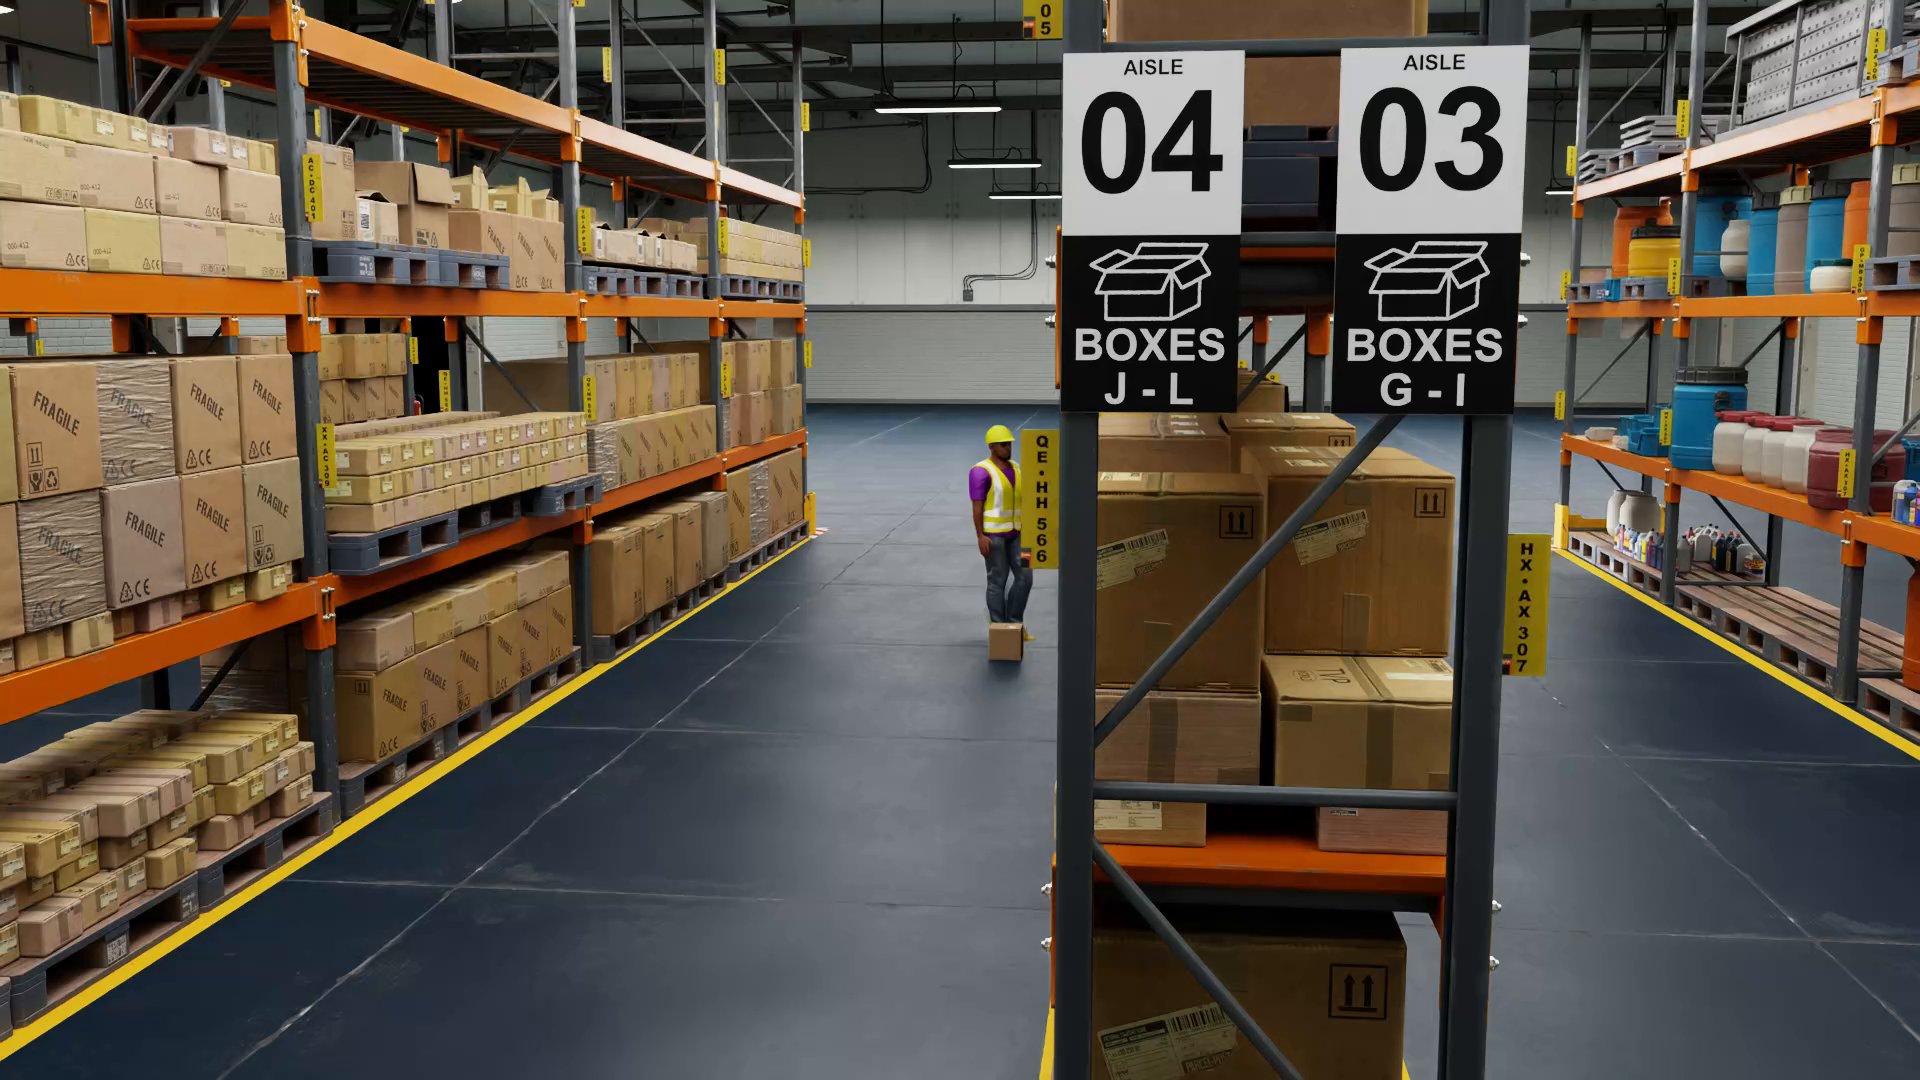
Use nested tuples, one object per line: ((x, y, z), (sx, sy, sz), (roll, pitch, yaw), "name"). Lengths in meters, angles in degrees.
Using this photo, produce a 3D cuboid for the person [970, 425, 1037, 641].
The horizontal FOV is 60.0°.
((0.363, -0.026, 13.500), (0.590, 1.809, 0.414), (-6, 10, -38), "person")
